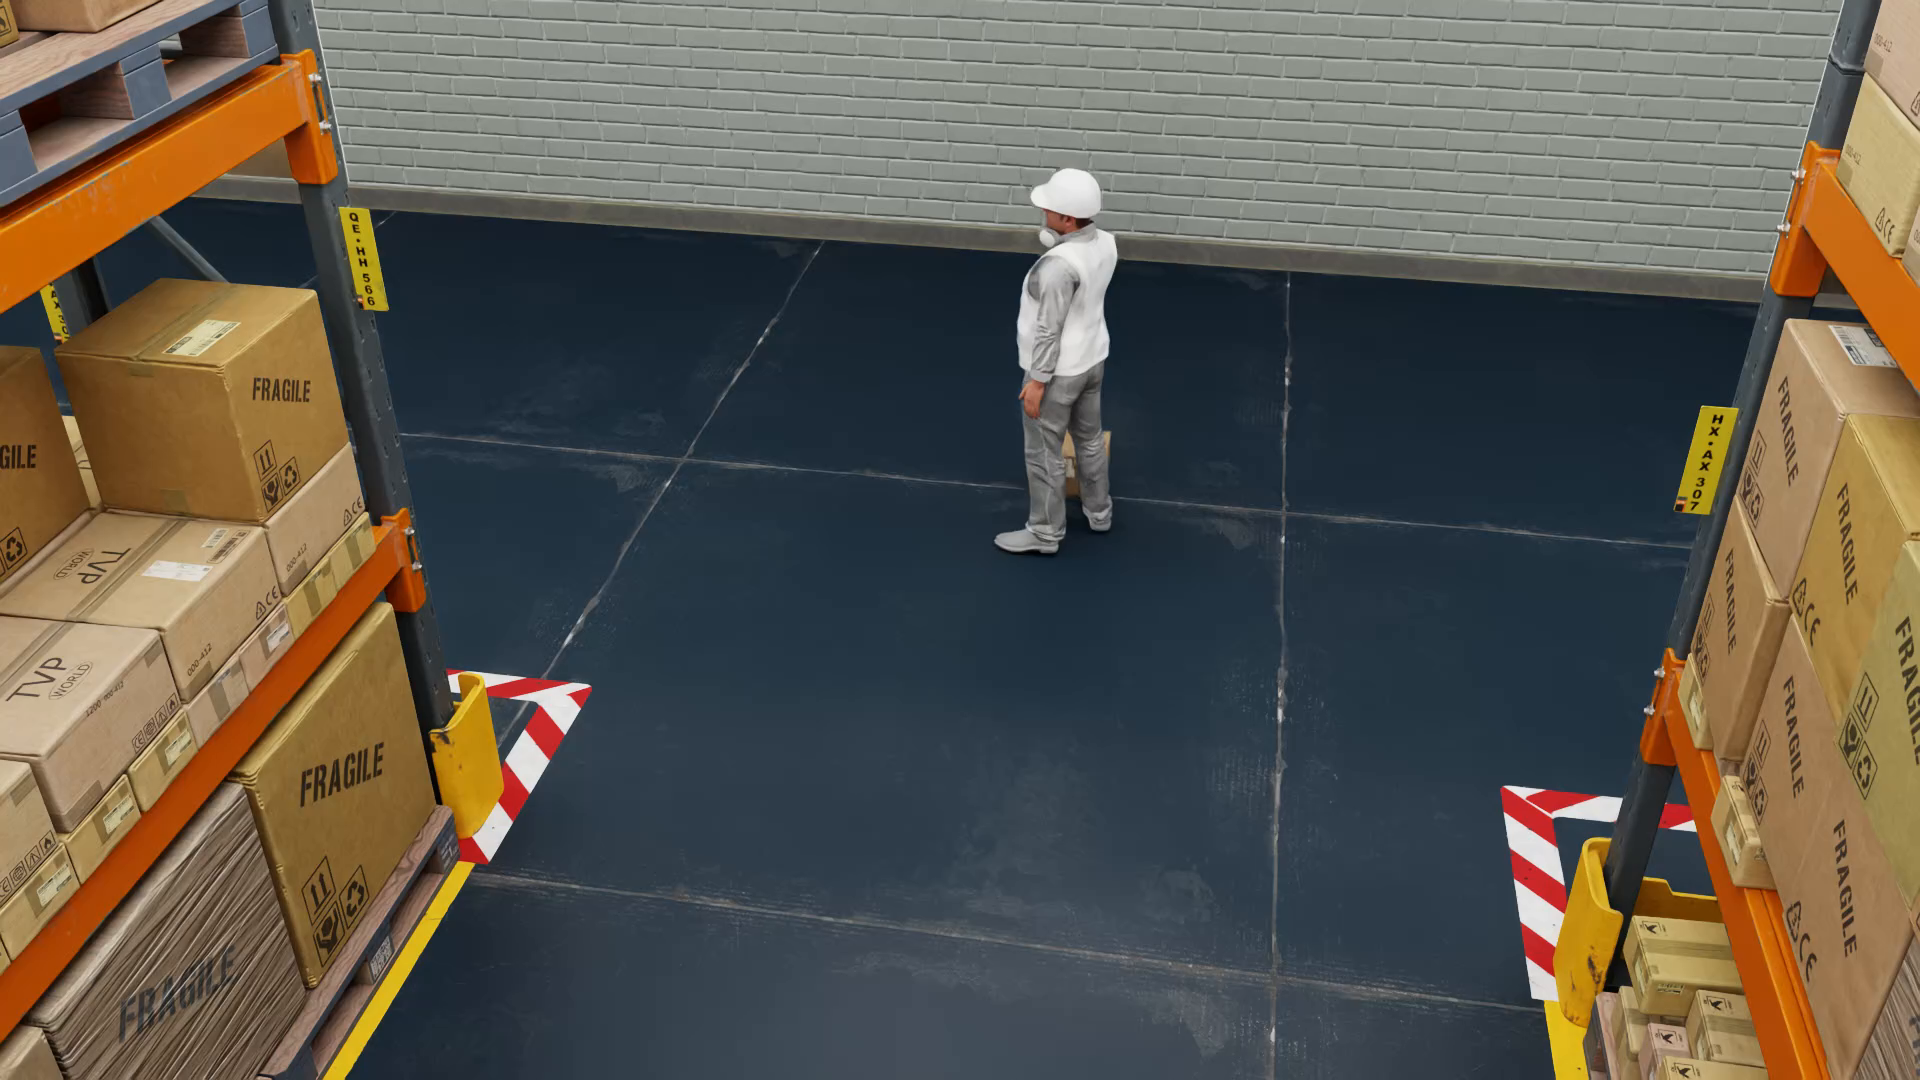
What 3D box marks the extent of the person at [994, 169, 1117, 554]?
[{"bbox_3d":[0.468,-0.792,7.348,0.408,1.775,0.641,21,38,30],"label":"person"}]
